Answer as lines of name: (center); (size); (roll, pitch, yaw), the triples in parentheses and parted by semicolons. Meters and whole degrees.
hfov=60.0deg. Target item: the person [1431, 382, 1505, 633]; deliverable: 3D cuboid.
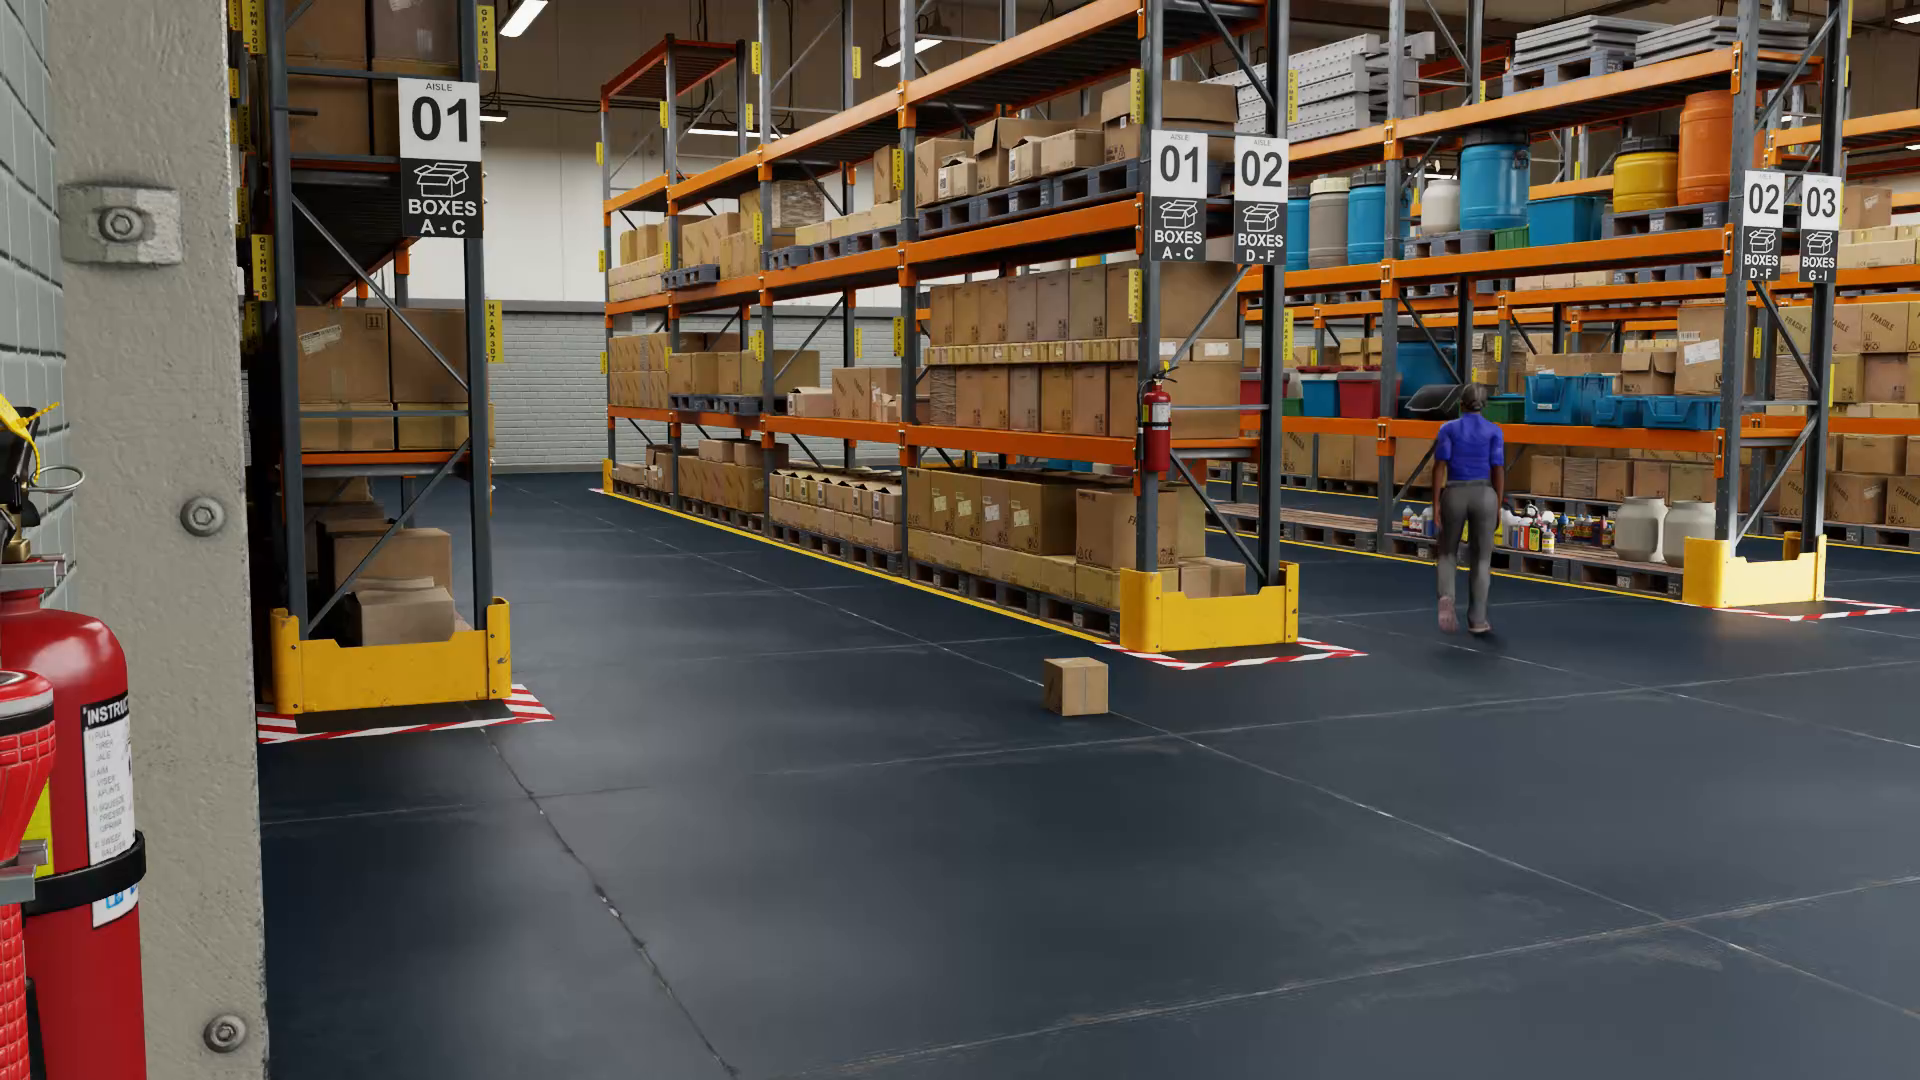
person: (3.333, -0.212, 10.935); (0.452, 1.652, 0.460); (2, 6, 20)
